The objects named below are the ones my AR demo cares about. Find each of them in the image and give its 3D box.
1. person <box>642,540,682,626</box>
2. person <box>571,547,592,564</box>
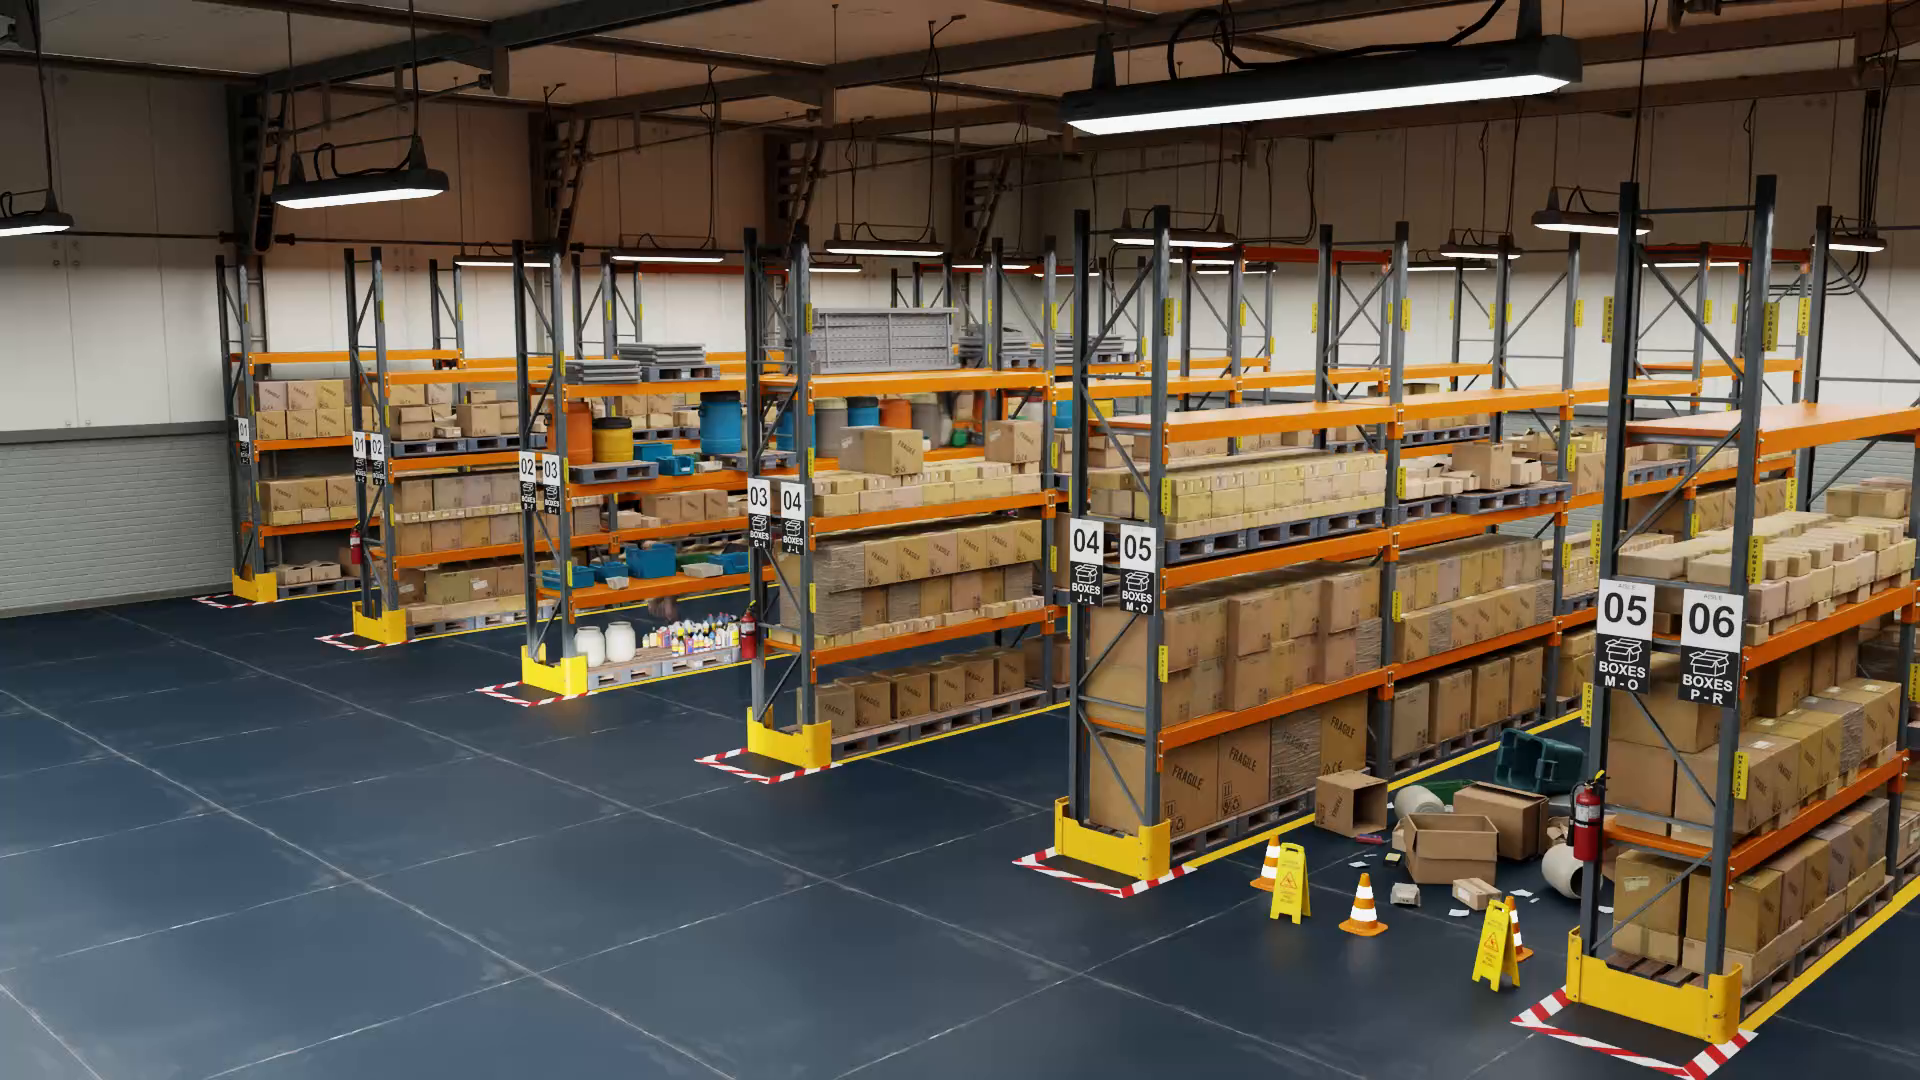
[{"bbox_3d":[-4.642,0.710,25.560,0.684,1.488,0.859,5,10,33],"label":"person"},{"bbox_3d":[-7.131,-0.019,30.987,0.680,1.621,0.977,5,9,31],"label":"person"}]
